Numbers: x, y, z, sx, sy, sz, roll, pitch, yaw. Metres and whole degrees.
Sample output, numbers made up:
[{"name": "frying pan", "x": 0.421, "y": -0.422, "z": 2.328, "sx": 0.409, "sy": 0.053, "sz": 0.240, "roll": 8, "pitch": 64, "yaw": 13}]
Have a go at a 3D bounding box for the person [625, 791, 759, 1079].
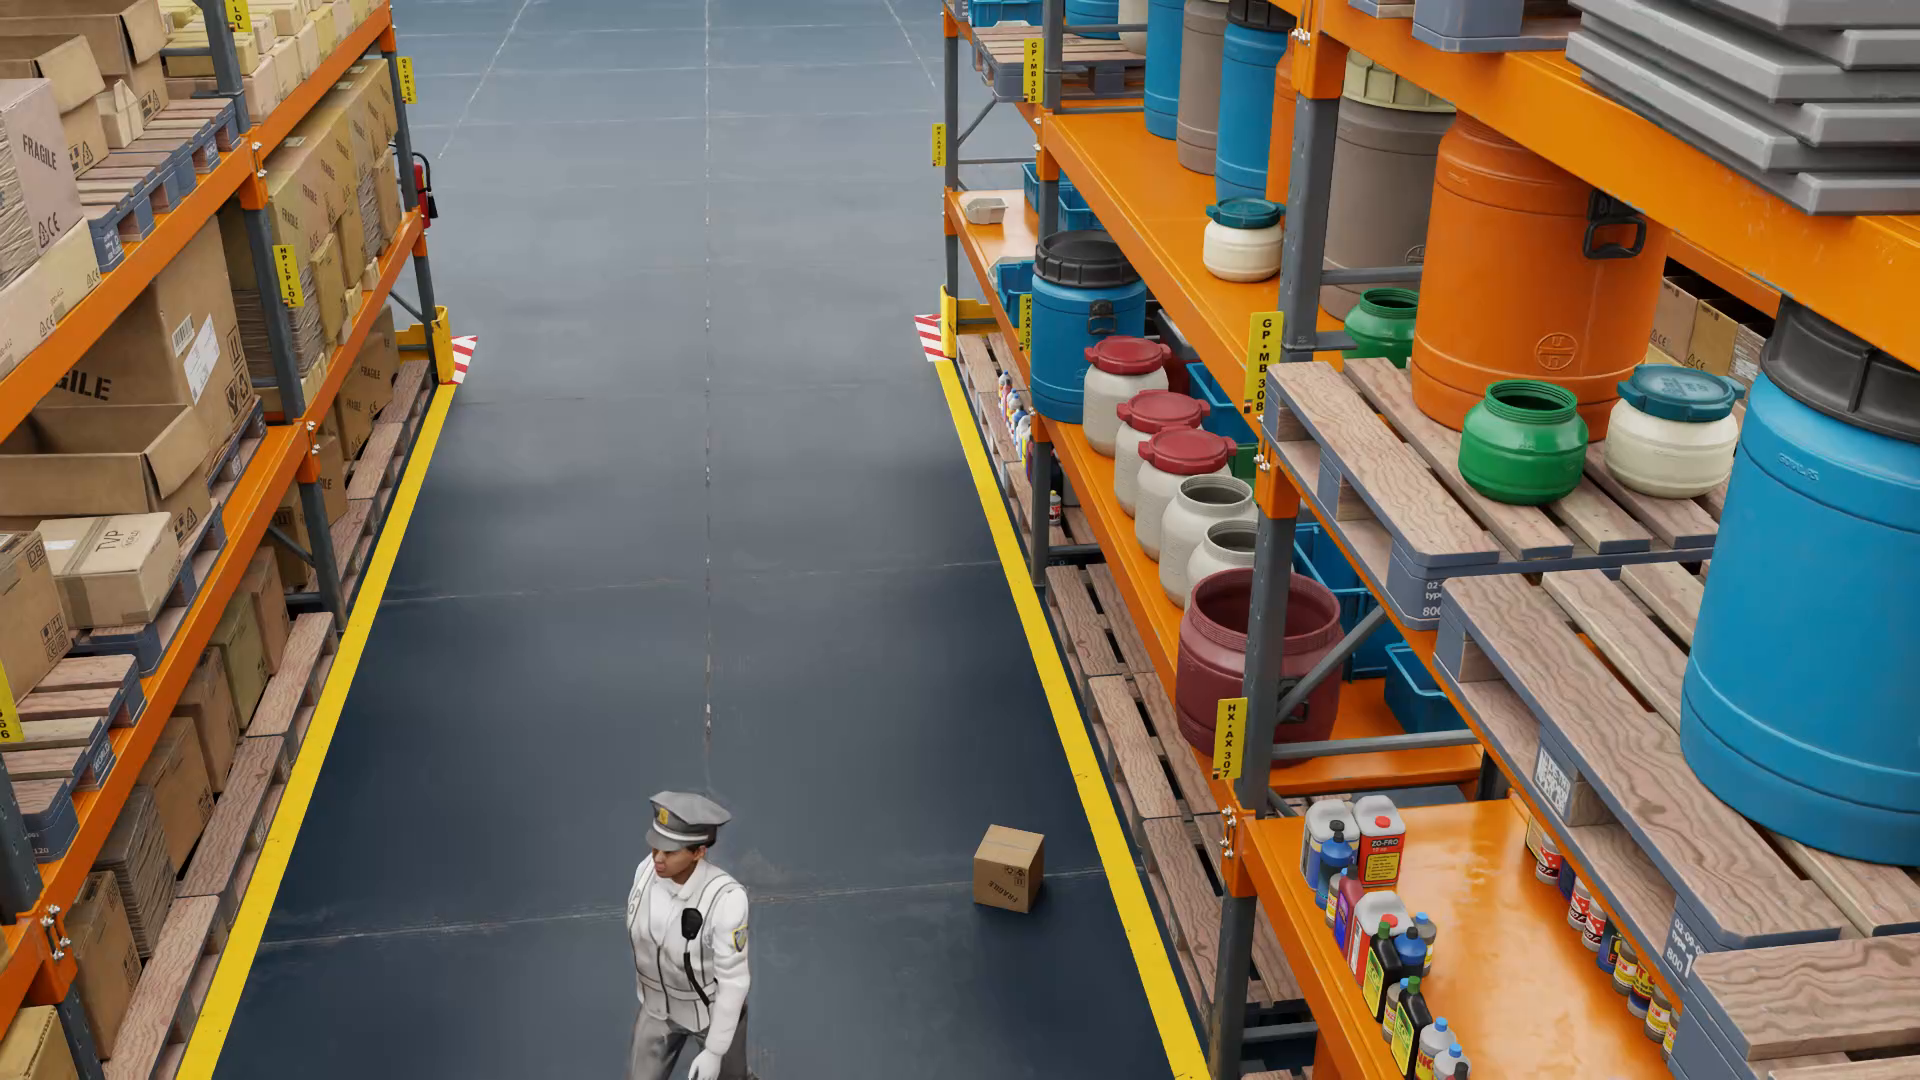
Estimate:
[{"name": "person", "x": -0.915, "y": 1.606, "z": 5.490, "sx": 0.486, "sy": 1.721, "sz": 0.742, "roll": 12, "pitch": 30, "yaw": 22}]
